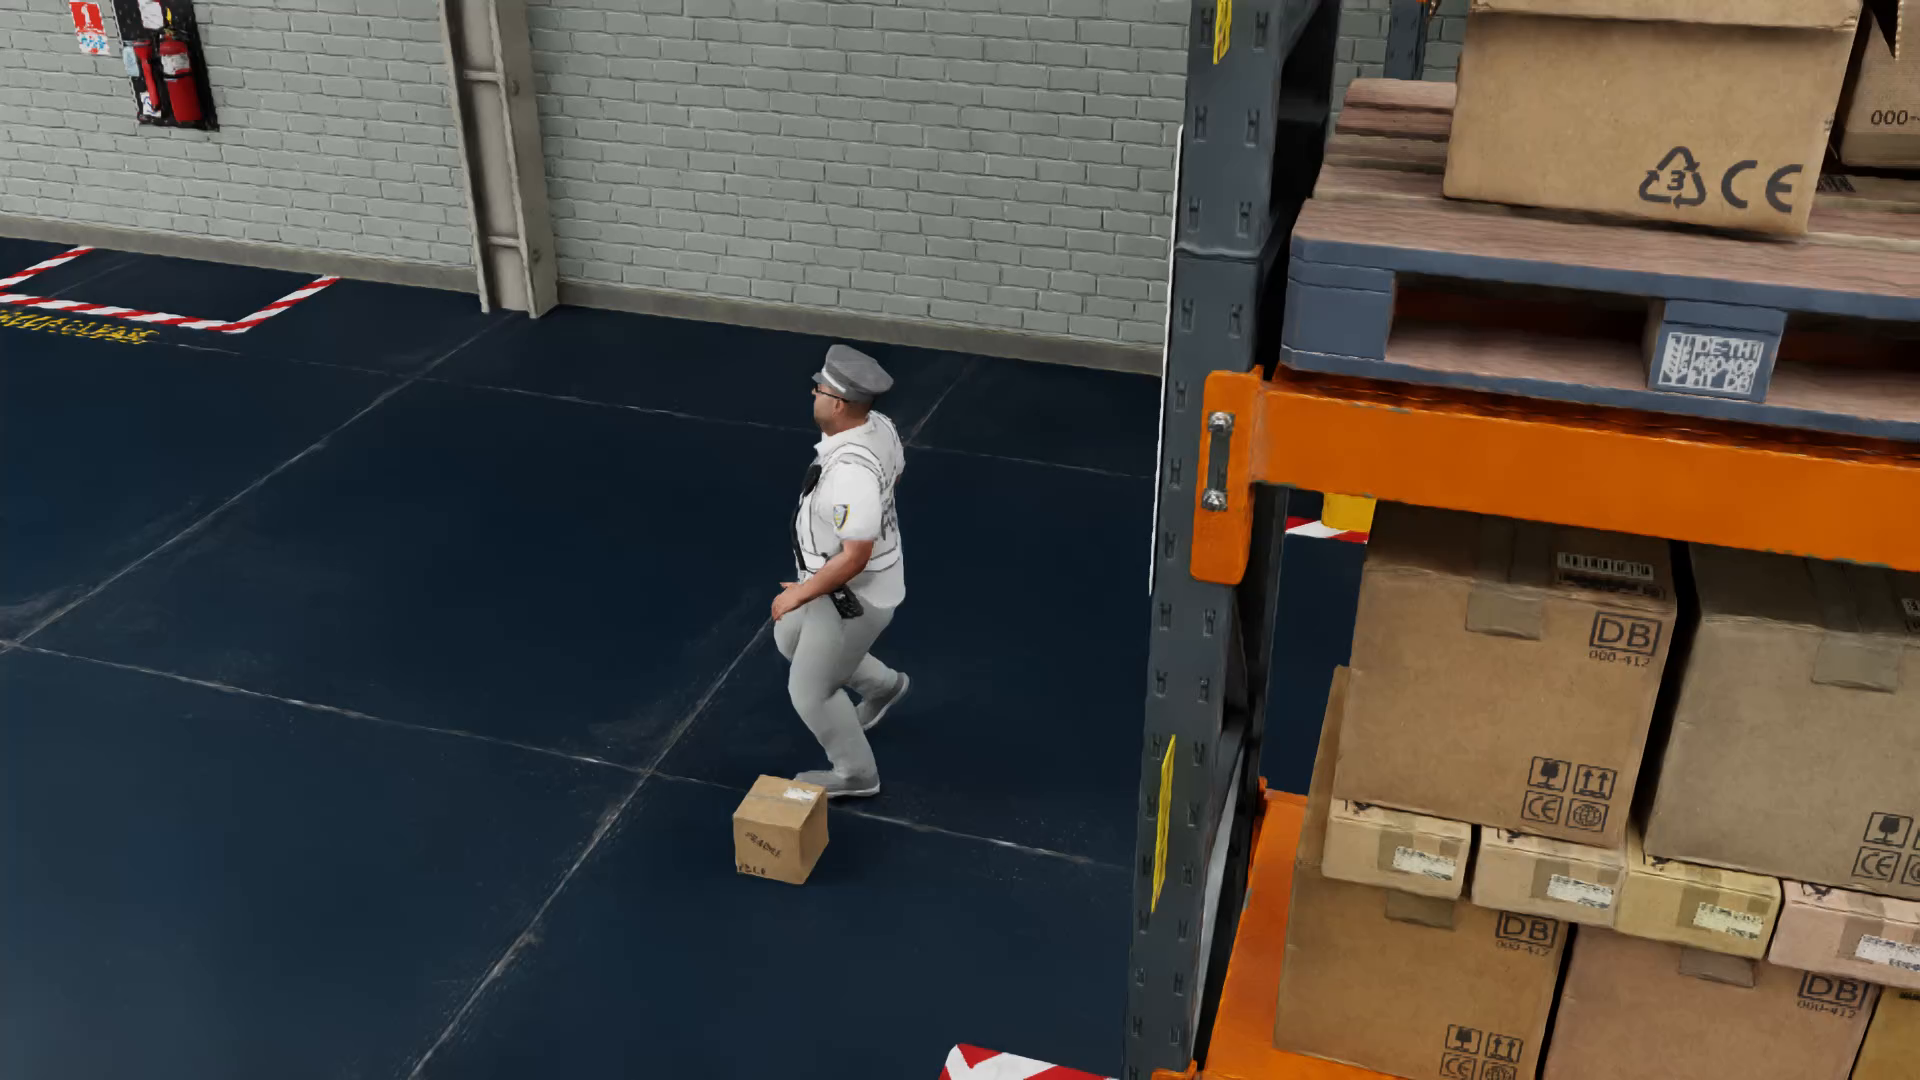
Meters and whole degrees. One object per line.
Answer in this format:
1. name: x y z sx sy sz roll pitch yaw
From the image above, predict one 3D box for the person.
1. person: -0.434 0.149 5.863 0.503 1.751 0.714 -1 29 -2
